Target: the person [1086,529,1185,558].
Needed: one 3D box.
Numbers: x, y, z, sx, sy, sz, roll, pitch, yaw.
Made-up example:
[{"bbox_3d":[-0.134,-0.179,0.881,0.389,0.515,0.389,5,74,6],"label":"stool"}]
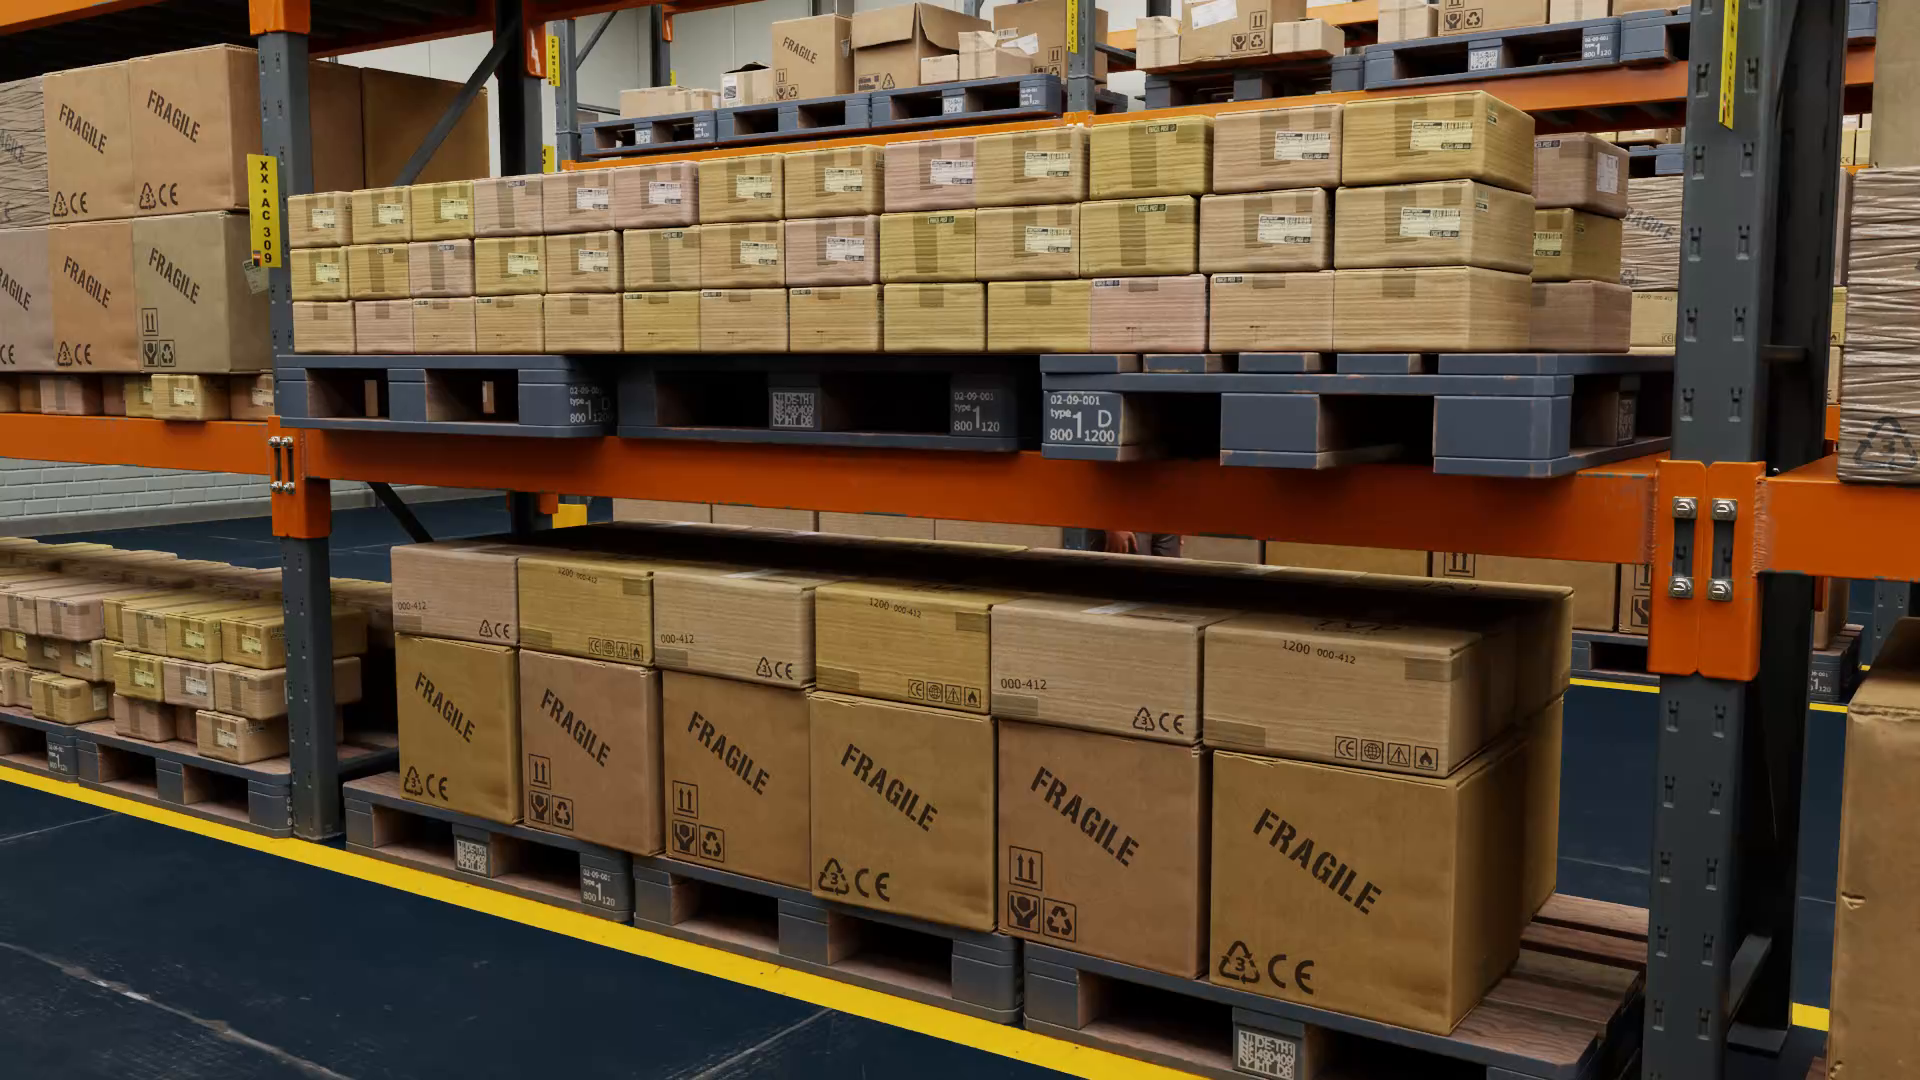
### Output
[{"bbox_3d":[0.669,-0.051,6.354,0.418,1.718,0.578,4,7,32],"label":"person"}]
